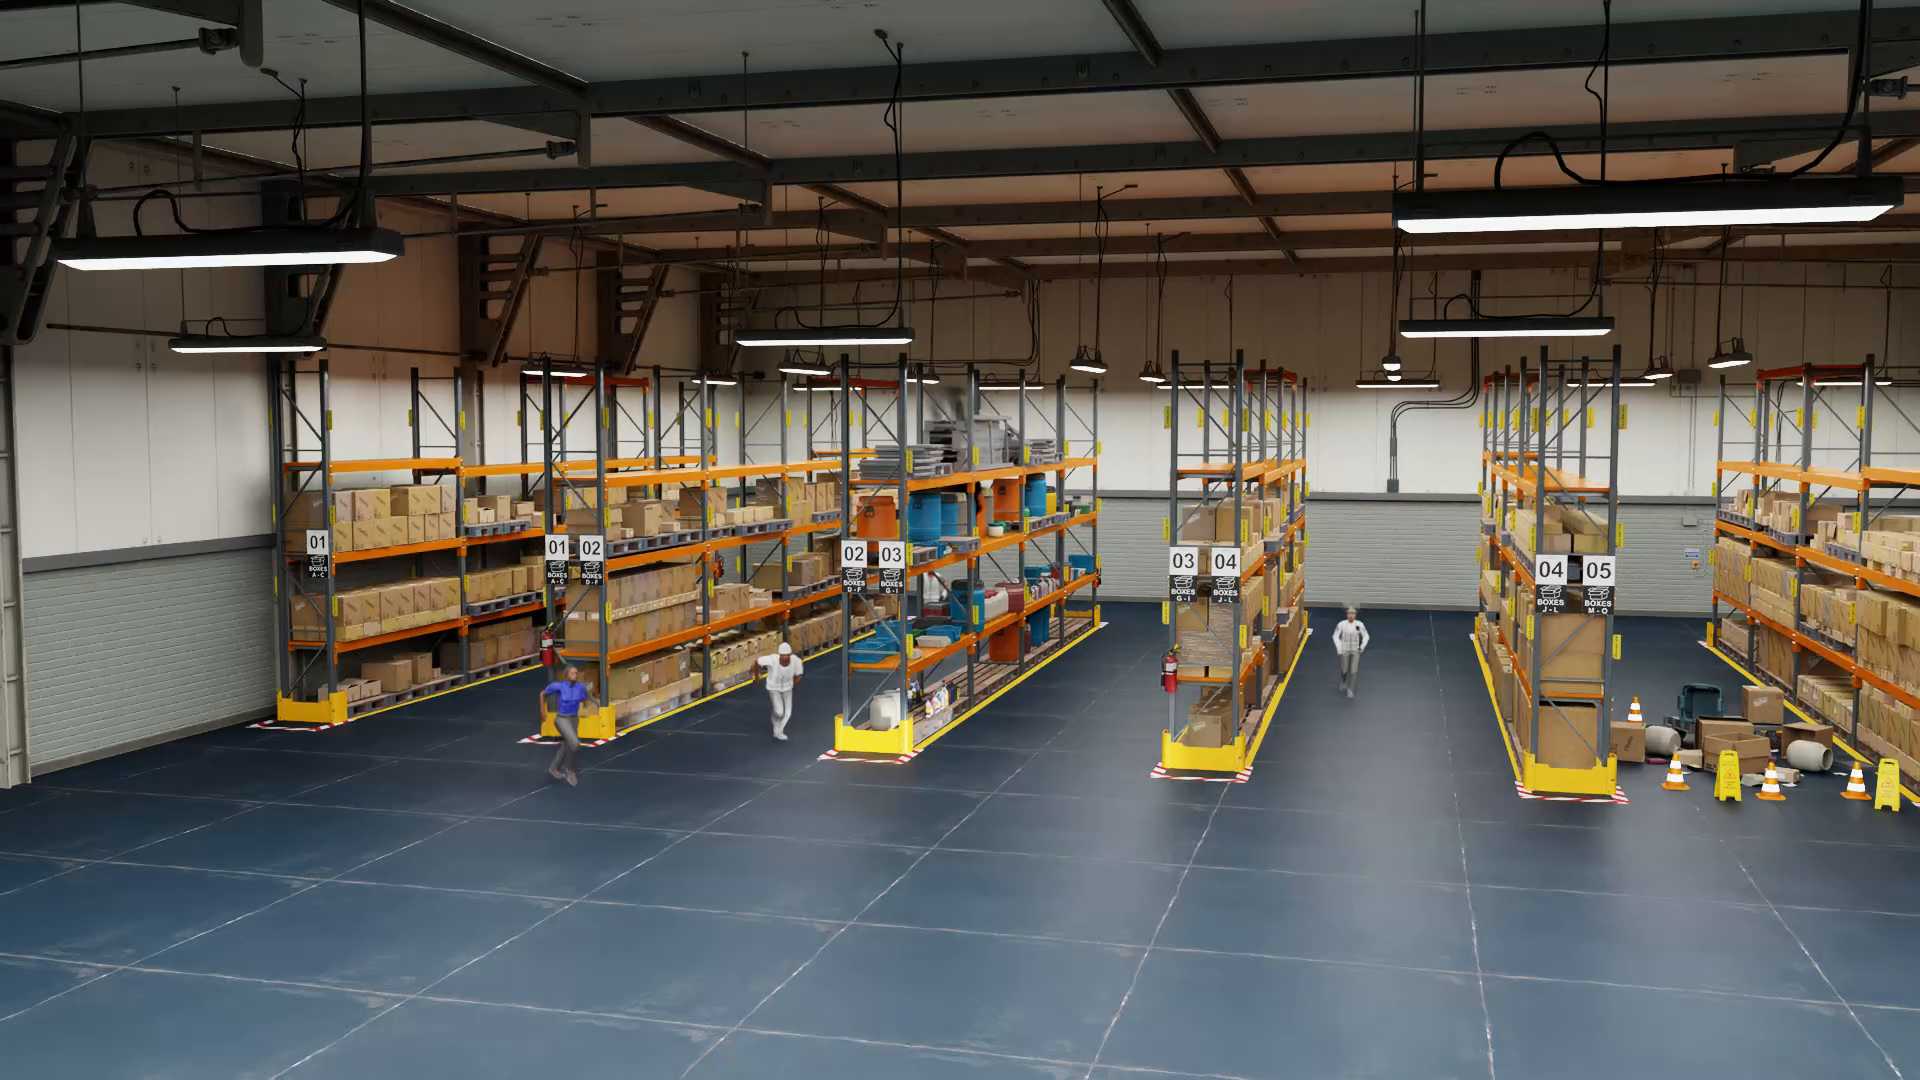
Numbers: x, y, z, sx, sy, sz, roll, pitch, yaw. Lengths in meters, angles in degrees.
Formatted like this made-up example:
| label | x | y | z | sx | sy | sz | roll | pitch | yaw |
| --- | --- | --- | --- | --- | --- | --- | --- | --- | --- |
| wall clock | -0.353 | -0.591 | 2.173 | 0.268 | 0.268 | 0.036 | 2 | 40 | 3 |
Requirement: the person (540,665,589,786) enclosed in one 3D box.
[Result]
| label | x | y | z | sx | sy | sz | roll | pitch | yaw |
| --- | --- | --- | --- | --- | --- | --- | --- | --- | --- |
| person | -5.419 | 2.539 | 22.889 | 0.813 | 1.660 | 0.601 | 4 | 6 | 42 |

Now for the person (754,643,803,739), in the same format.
| label | x | y | z | sx | sy | sz | roll | pitch | yaw |
| --- | --- | --- | --- | --- | --- | --- | --- | --- | --- |
| person | -2.818 | 2.355 | 25.852 | 0.735 | 1.578 | 0.839 | -1 | 4 | -19 |

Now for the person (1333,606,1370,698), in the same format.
| label | x | y | z | sx | sy | sz | roll | pitch | yaw |
| --- | --- | --- | --- | --- | --- | --- | --- | --- | --- |
| person | 7.104 | 2.014 | 30.182 | 0.638 | 1.664 | 0.549 | 1 | 4 | 10 |

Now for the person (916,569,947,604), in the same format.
| label | x | y | z | sx | sy | sz | roll | pitch | yaw |
| --- | --- | --- | --- | --- | --- | --- | --- | --- | --- |
| person | -0.654 | 1.391 | 37.836 | 0.680 | 1.839 | 0.842 | 0 | 4 | 7 |
